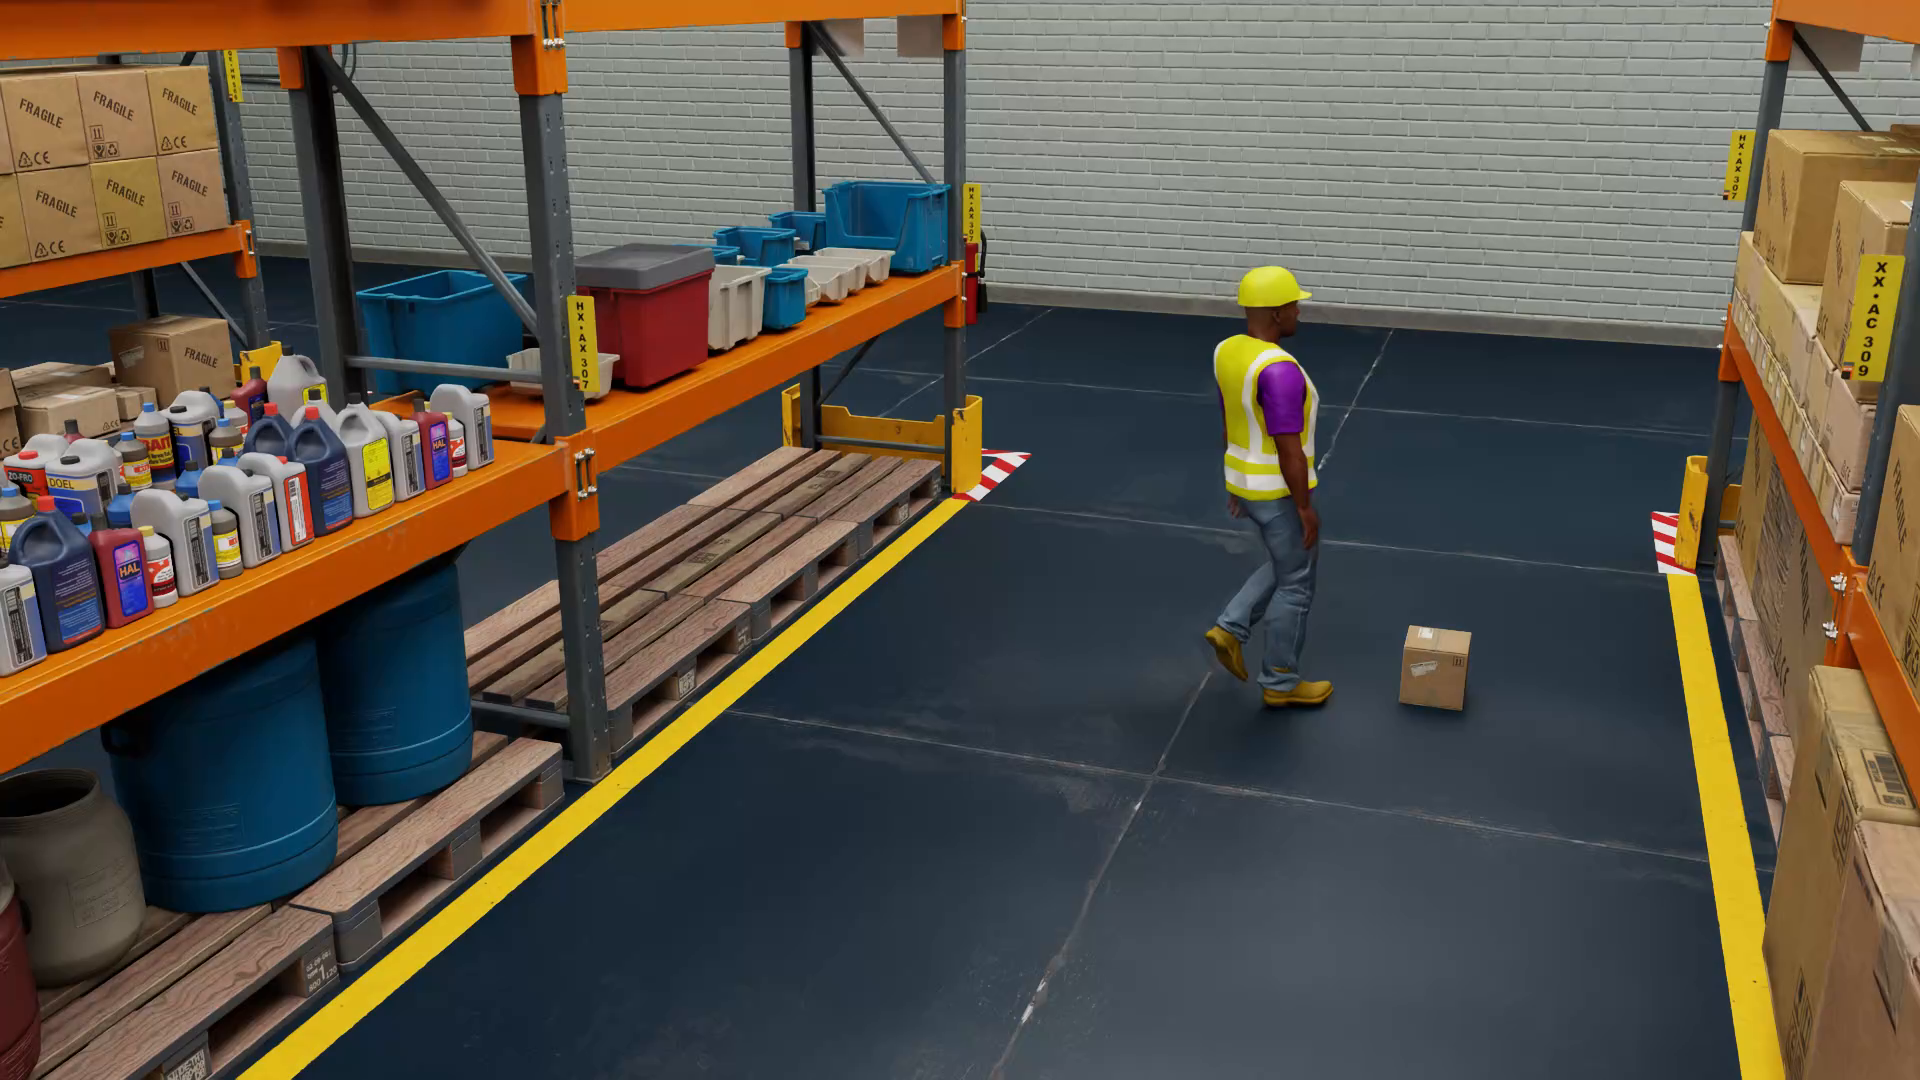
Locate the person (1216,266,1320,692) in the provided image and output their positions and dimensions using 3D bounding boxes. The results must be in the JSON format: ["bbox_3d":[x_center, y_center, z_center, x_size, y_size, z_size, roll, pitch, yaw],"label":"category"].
[{"bbox_3d":[1.265,-0.237,6.579,0.468,1.688,0.604,-5,19,-14],"label":"person"}]
